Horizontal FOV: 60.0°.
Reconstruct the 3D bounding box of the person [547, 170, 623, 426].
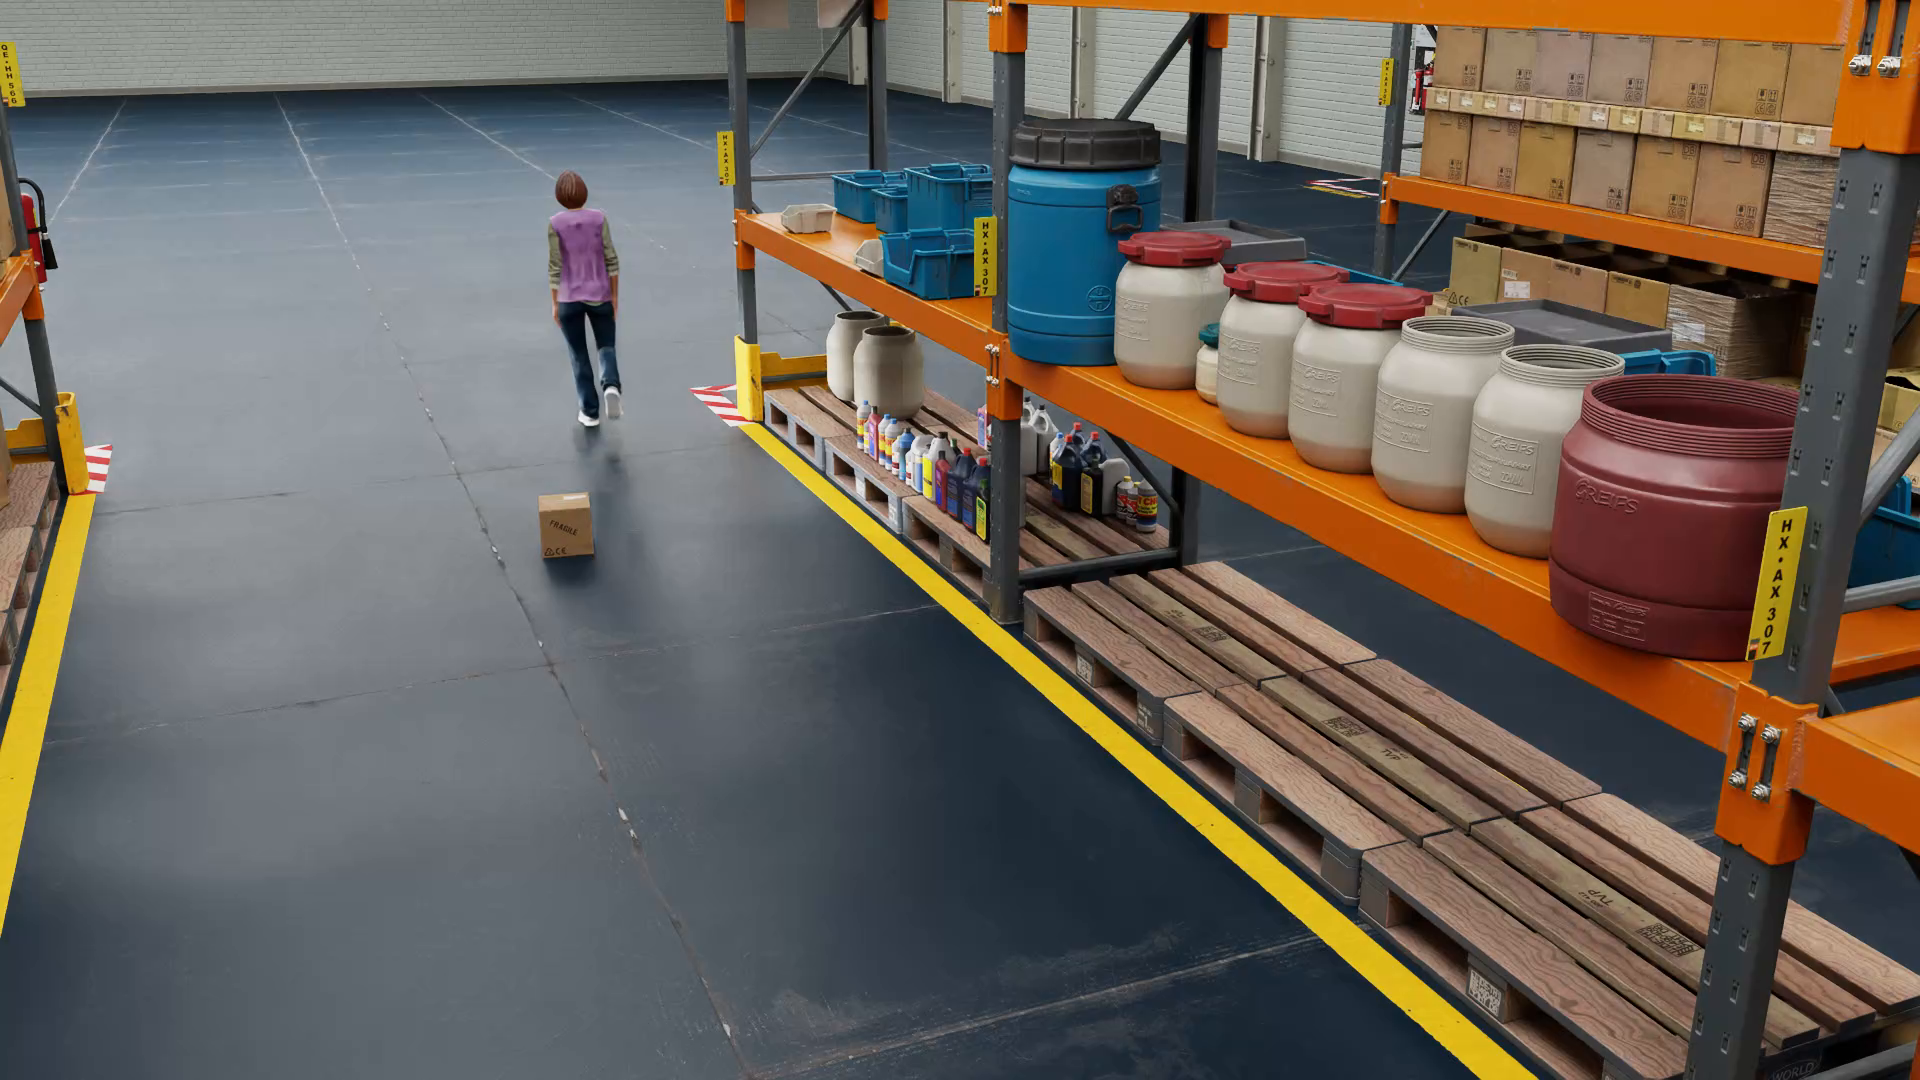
[{"bbox_3d":[-2.291,-1.456,10.216,0.426,1.588,0.574,-7,20,-20],"label":"person"}]
